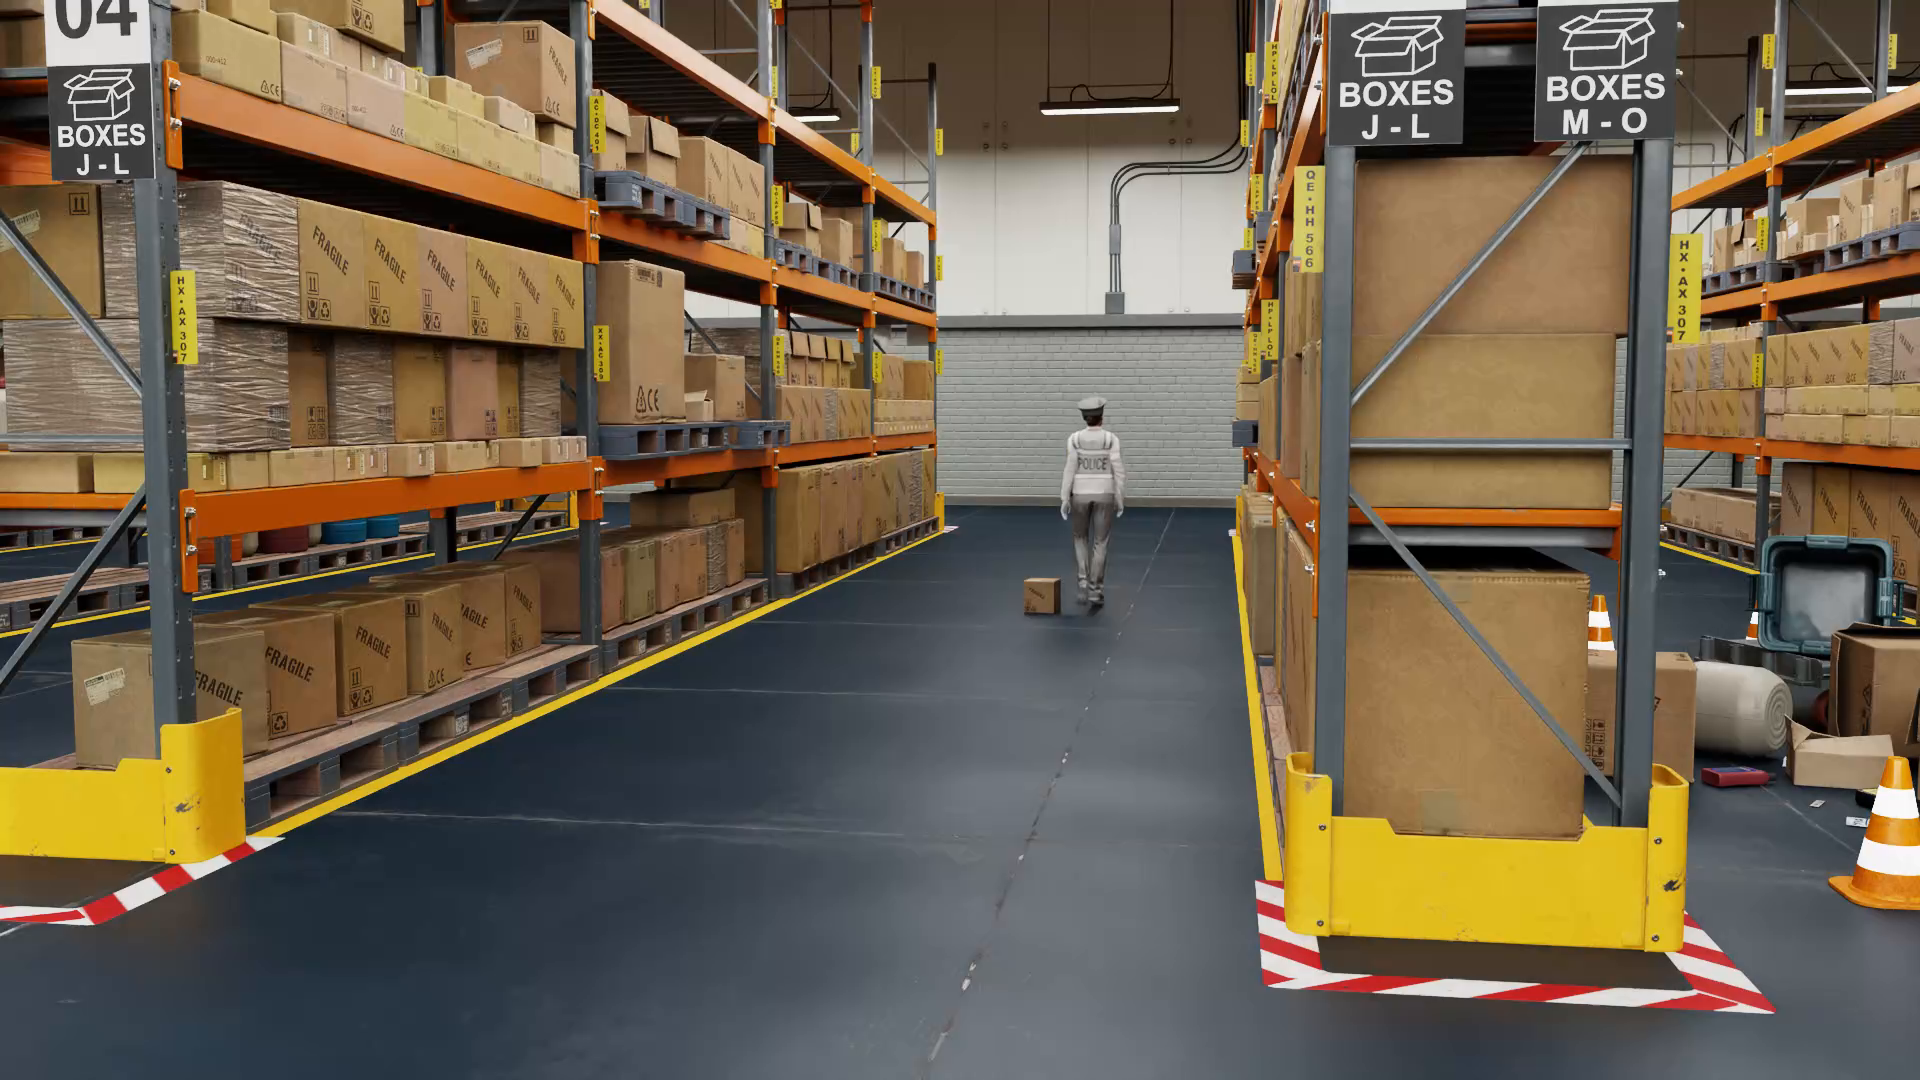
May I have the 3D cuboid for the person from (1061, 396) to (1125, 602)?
[{"bbox_3d":[1.099,-0.305,13.637,0.522,1.747,0.496,1,5,14],"label":"person"}]
